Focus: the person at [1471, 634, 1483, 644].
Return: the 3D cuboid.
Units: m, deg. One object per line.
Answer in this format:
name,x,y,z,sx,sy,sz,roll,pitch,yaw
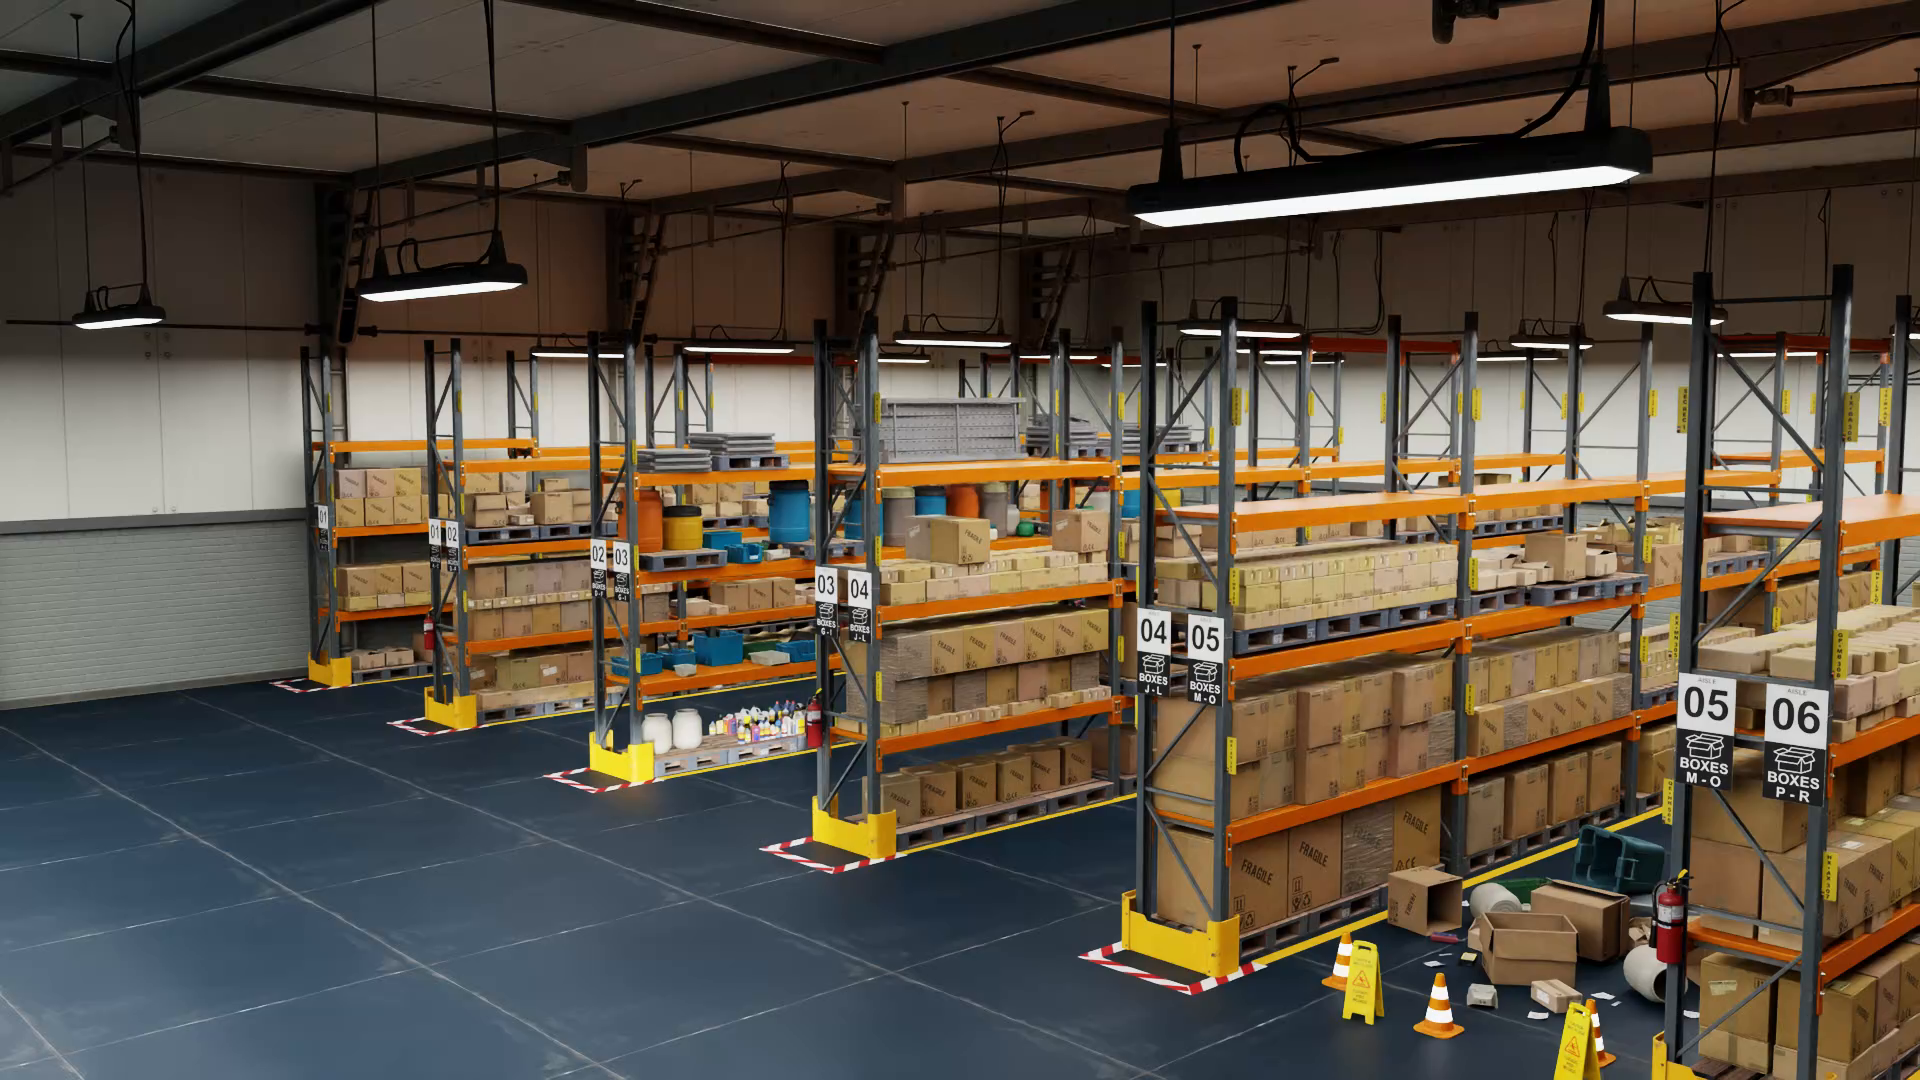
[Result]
person,7.979,2.166,25.300,0.790,1.515,0.588,-4,6,-35
